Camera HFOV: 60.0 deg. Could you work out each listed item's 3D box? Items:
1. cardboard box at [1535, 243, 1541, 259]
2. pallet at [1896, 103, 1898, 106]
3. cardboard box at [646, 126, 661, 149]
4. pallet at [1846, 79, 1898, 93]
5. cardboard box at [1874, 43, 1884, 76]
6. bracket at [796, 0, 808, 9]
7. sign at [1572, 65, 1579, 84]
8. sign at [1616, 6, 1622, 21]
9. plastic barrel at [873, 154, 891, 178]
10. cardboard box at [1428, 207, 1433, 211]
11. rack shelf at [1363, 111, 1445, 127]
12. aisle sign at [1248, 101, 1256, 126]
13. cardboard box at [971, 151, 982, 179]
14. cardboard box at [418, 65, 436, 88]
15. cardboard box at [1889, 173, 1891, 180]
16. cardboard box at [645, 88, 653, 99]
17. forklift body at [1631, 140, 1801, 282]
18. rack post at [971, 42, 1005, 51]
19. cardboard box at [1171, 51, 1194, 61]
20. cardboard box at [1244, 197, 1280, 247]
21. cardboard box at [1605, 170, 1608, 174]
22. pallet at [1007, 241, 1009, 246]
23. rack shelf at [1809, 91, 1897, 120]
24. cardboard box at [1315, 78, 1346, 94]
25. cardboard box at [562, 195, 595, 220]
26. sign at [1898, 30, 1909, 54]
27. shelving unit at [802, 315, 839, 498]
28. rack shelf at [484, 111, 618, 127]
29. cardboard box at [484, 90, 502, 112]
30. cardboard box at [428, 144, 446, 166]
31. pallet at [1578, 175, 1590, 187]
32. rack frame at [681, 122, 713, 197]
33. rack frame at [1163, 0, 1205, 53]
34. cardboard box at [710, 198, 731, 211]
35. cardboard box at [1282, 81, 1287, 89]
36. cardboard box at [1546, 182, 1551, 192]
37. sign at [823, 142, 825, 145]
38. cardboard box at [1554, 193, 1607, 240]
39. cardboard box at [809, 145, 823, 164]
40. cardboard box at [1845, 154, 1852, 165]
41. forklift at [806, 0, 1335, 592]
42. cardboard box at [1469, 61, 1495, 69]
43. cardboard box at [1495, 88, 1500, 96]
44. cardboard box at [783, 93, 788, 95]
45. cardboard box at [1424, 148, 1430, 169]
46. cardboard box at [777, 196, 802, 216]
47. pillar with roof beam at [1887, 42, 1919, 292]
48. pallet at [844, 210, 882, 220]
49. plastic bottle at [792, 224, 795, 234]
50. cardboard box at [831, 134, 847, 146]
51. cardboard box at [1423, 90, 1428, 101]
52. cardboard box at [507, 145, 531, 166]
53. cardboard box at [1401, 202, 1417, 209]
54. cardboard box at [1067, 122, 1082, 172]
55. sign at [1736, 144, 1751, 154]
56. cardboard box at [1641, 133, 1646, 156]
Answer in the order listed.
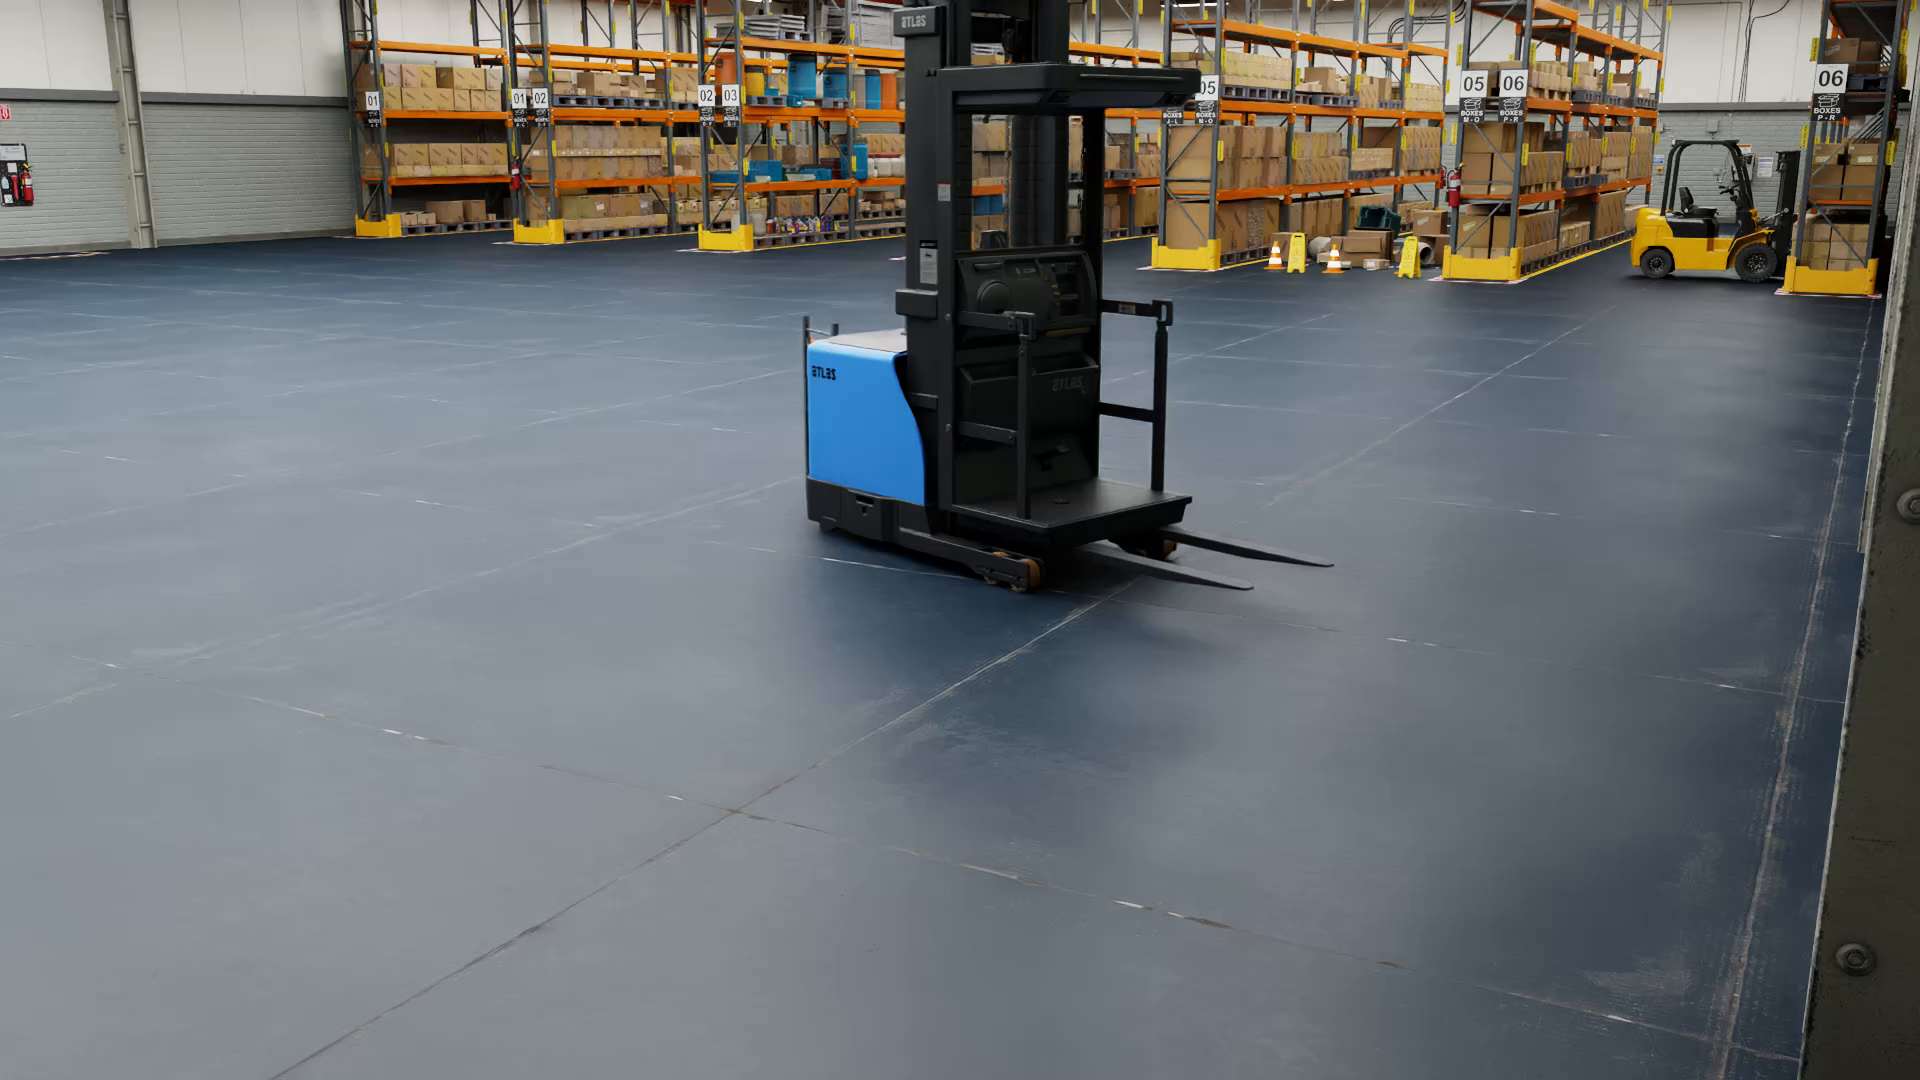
[{"bbox_3d":[9.429,-4.847,27.906,0.500,0.250,0.500,9,16,32],"label":"cardboard box"},{"bbox_3d":[17.564,-8.557,32.322,1.213,0.211,1.003,7,15,28],"label":"pallet"},{"bbox_3d":[-7.329,-9.283,38.351,0.700,0.500,0.500,7,15,28],"label":"cardboard box"},{"bbox_3d":[13.591,-6.876,25.136,1.003,0.211,1.213,7,15,28],"label":"pallet"},{"bbox_3d":[13.538,-7.261,25.217,0.797,0.503,0.637,8,16,30],"label":"cardboard box"},{"bbox_3d":[-4.999,-16.910,52.491,0.235,0.232,0.430,7,15,28],"label":"bracket"},{"bbox_3d":[10.703,-8.099,28.918,0.100,0.325,0.005,7,15,28],"label":"sign"},{"bbox_3d":[15.543,-12.423,39.226,0.100,0.325,0.005,7,15,28],"label":"sign"},{"bbox_3d":[-1.777,-8.521,37.884,0.433,0.535,0.433,0,14,0],"label":"plastic barrel"},{"bbox_3d":[11.638,-8.274,41.698,0.380,0.149,0.250,7,15,27],"label":"cardboard box"},{"bbox_3d":[10.677,-10.149,40.062,1.077,0.370,4.000,7,15,28],"label":"rack shelf"},{"bbox_3d":[7.648,-11.279,44.064,0.394,0.787,0.004,7,15,28],"label":"aisle sign"},{"bbox_3d":[-0.094,-7.054,31.241,0.875,0.500,0.500,7,15,28],"label":"cardboard box"},{"bbox_3d":[-12.469,-10.693,38.391,0.500,0.500,0.500,8,16,30],"label":"cardboard box"},{"bbox_3d":[20.139,-7.960,36.383,0.380,0.149,0.250,7,15,28],"label":"cardboard box"},{"bbox_3d":[-8.852,-12.130,45.589,0.700,0.500,0.500,8,16,31],"label":"cardboard box"},{"bbox_3d":[11.958,-5.250,26.416,2.313,2.155,1.214,7,15,28],"label":"forklift body"},{"bbox_3d":[0.647,-12.485,41.976,0.937,0.300,0.954,7,15,27],"label":"rack post"},{"bbox_3d":[3.775,-8.253,28.385,0.380,0.149,0.250,8,15,29],"label":"cardboard box"},{"bbox_3d":[5.477,-6.039,31.517,0.875,0.875,0.875,8,16,29],"label":"cardboard box"},{"bbox_3d":[12.848,-7.376,33.744,0.500,0.250,0.500,7,15,26],"label":"cardboard box"},{"bbox_3d":[0.667,-5.823,32.933,1.003,0.211,1.213,7,15,28],"label":"pallet"},{"bbox_3d":[13.605,-6.586,25.280,1.077,0.370,4.000,7,15,28],"label":"rack shelf"},{"bbox_3d":[7.534,-9.229,33.791,0.500,0.311,0.500,7,15,28],"label":"cardboard box"},{"bbox_3d":[-8.360,-7.294,36.454,0.500,0.500,0.500,7,15,28],"label":"cardboard box"},{"bbox_3d":[13.121,-6.924,23.116,0.100,0.325,0.005,7,15,28],"label":"sign"},{"bbox_3d":[-0.376,-0.812,10.196,1.048,1.125,0.538,-7,15,-26],"label":"shelving unit"},{"bbox_3d":[-10.492,-10.774,42.655,1.077,0.370,4.000,7,15,28],"label":"rack shelf"},{"bbox_3d":[-11.488,-10.640,40.306,0.500,0.500,0.500,8,16,30],"label":"cardboard box"},{"bbox_3d":[-12.395,-9.006,38.861,0.500,0.500,0.500,7,15,26],"label":"cardboard box"},{"bbox_3d":[11.237,-6.766,31.302,1.003,0.211,1.213,7,15,28],"label":"pallet"},{"bbox_3d":[-7.591,-10.897,48.028,1.000,3.000,0.127,7,15,28],"label":"rack frame"},{"bbox_3d":[5.417,-12.130,40.341,1.000,3.000,0.127,7,15,28],"label":"rack frame"},{"bbox_3d":[-5.961,-8.207,40.646,0.500,0.311,0.500,8,16,30],"label":"cardboard box"},{"bbox_3d":[5.825,-8.415,30.762,0.380,0.149,0.250,8,16,29],"label":"cardboard box"},{"bbox_3d":[9.848,-6.018,28.326,0.380,0.149,0.250,7,15,27],"label":"cardboard box"},{"bbox_3d":[-3.732,-10.817,45.850,0.100,0.325,0.005,7,15,28],"label":"sign"},{"bbox_3d":[12.565,-6.573,33.732,0.875,0.875,0.875,7,15,28],"label":"cardboard box"},{"bbox_3d":[-4.053,-10.220,44.110,0.700,0.500,0.500,3,14,14],"label":"cardboard box"},{"bbox_3d":[13.093,-5.529,24.165,0.380,0.149,0.250,7,15,28],"label":"cardboard box"},{"bbox_3d":[0.496,-1.305,8.386,1.130,2.935,3.031,-12,18,-41],"label":"forklift"},{"bbox_3d":[8.196,-7.455,26.186,0.380,0.149,0.250,8,15,29],"label":"cardboard box"},{"bbox_3d":[8.469,-7.175,26.725,0.380,0.149,0.250,8,16,30],"label":"cardboard box"},{"bbox_3d":[-4.759,-11.221,42.757,0.910,0.500,0.500,7,15,28],"label":"cardboard box"},{"bbox_3d":[11.162,-9.313,40.610,0.500,0.500,0.500,7,15,28],"label":"cardboard box"},{"bbox_3d":[-4.468,-8.684,43.242,0.500,0.500,0.500,7,15,26],"label":"cardboard box"},{"bbox_3d":[9.995,-8.512,25.335,9.100,9.000,0.400,7,15,28],"label":"pillar with roof beam"},{"bbox_3d":[-2.920,-9.122,46.614,1.003,0.211,1.213,7,15,28],"label":"pallet"},{"bbox_3d":[-3.520,-6.524,34.921,0.097,0.201,0.097,0,14,0],"label":"plastic bottle"},{"bbox_3d":[-3.235,-11.004,46.126,0.500,0.500,0.500,7,15,28],"label":"cardboard box"},{"bbox_3d":[10.894,-10.644,39.833,0.500,0.250,0.500,7,15,26],"label":"cardboard box"},{"bbox_3d":[-11.183,-9.619,41.574,0.700,0.500,0.500,7,15,28],"label":"cardboard box"},{"bbox_3d":[10.938,-8.160,40.593,0.380,0.149,0.250,7,15,26],"label":"cardboard box"},{"bbox_3d":[2.056,-8.215,34.727,1.000,1.000,1.000,7,15,28],"label":"cardboard box"},{"bbox_3d":[20.551,-10.253,43.595,0.339,0.242,0.001,7,15,28],"label":"sign"},{"bbox_3d":[15.288,-9.005,37.835,0.500,0.500,0.500,7,15,28],"label":"cardboard box"}]
